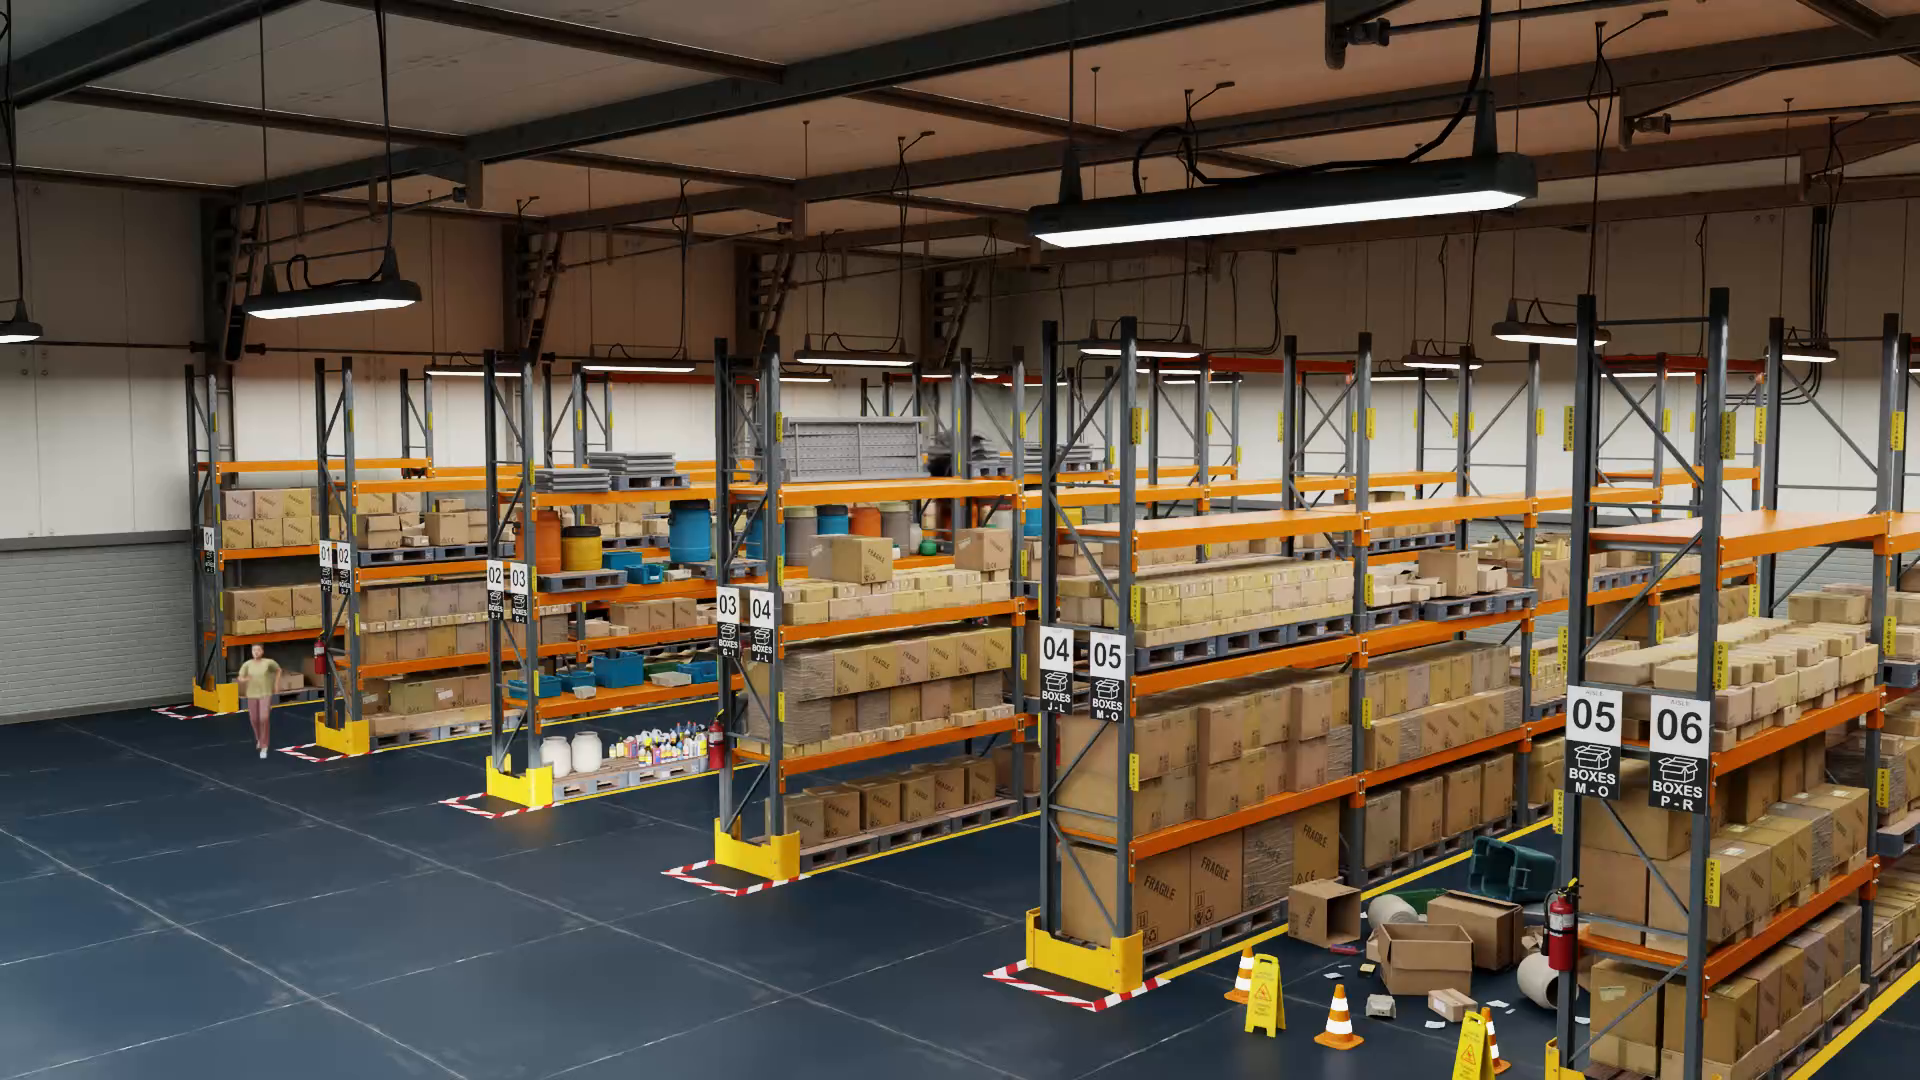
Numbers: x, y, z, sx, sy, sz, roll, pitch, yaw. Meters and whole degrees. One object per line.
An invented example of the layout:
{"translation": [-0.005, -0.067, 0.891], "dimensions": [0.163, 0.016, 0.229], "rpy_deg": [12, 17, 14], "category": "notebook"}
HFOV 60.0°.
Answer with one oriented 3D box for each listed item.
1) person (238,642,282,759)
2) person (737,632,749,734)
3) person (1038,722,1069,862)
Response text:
{"translation": [-10.586, 2.387, 25.124], "dimensions": [0.571, 1.698, 0.882], "rpy_deg": [-1, 4, -10], "category": "person"}
{"translation": [-3.343, 2.245, 26.755], "dimensions": [0.668, 1.753, 0.944], "rpy_deg": [4, 6, 44], "category": "person"}
{"translation": [1.182, 2.882, 19.238], "dimensions": [0.657, 1.648, 0.766], "rpy_deg": [2, 5, 27], "category": "person"}
